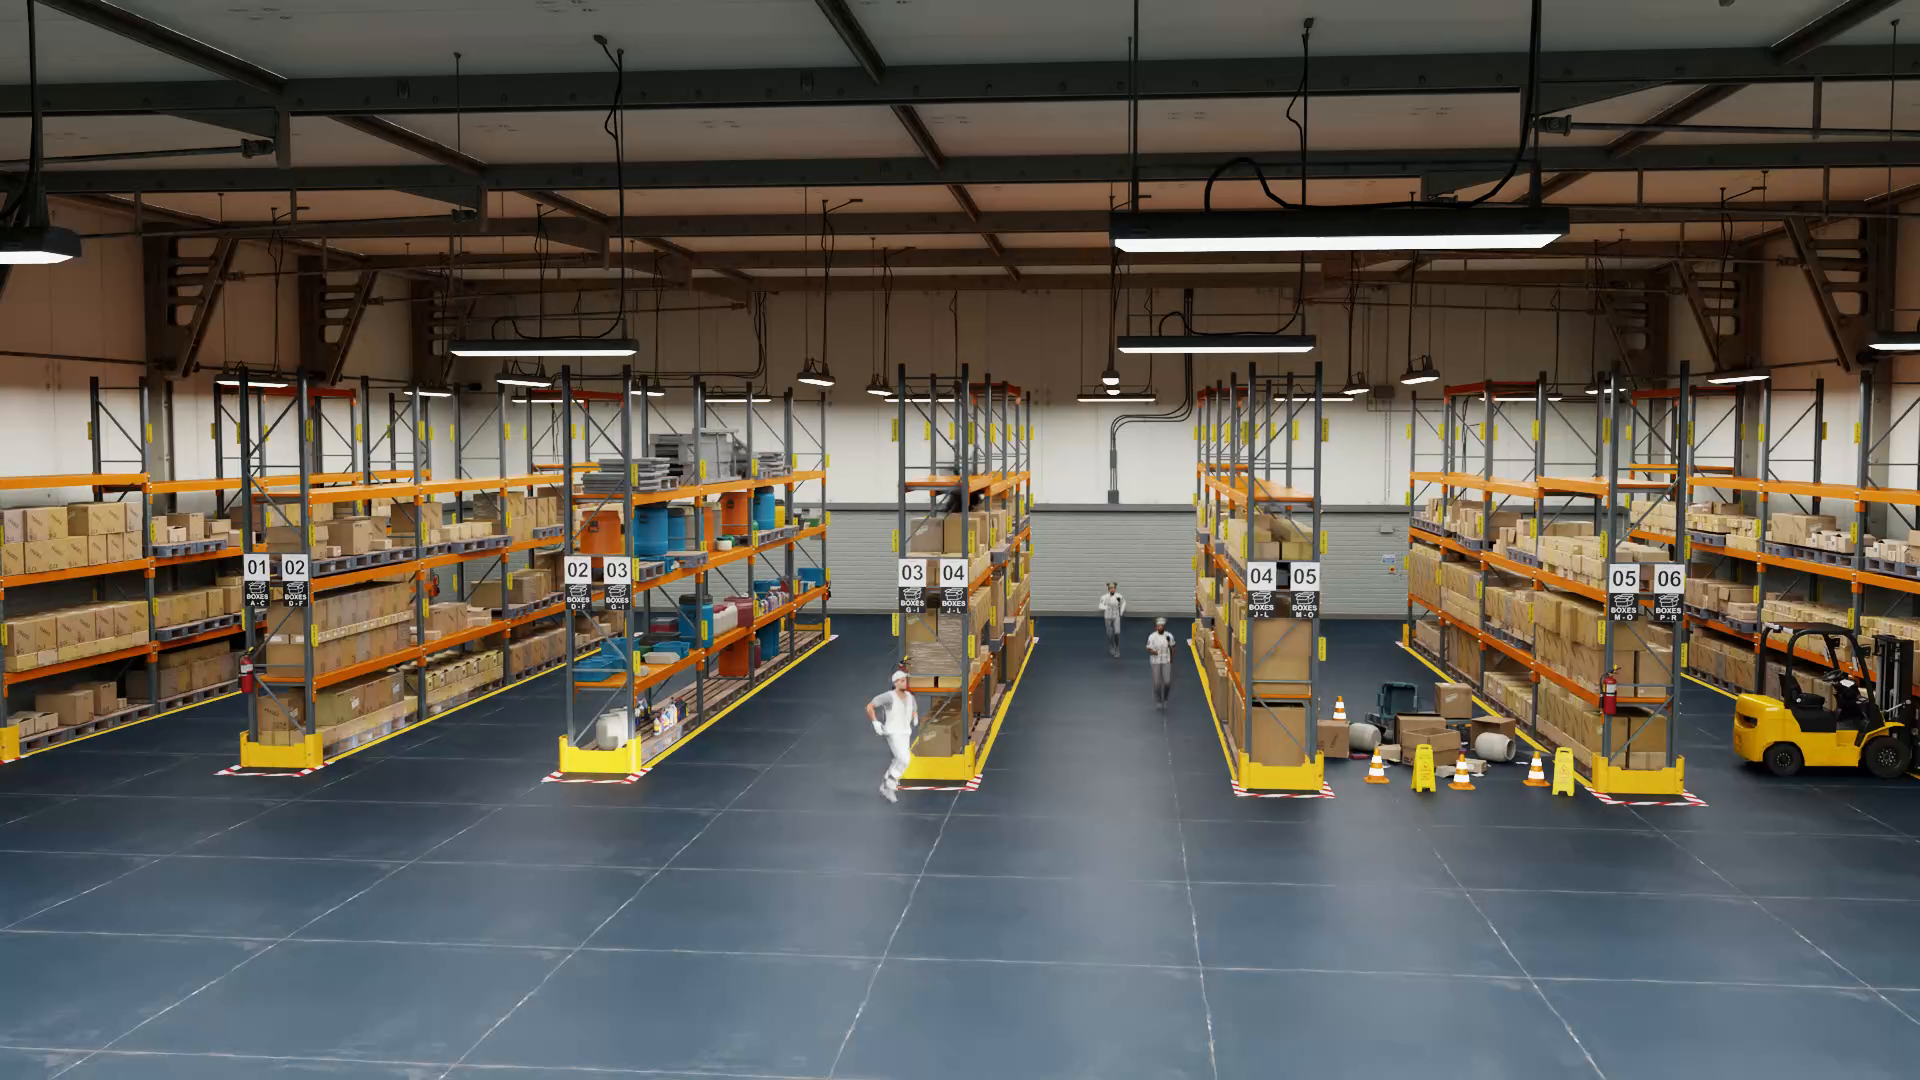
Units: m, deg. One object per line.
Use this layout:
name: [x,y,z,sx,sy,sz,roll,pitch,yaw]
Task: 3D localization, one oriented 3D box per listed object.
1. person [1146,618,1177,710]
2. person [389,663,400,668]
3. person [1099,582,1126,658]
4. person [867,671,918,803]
person: [3.634,2.238,30.010,0.535,1.685,0.605,0,4,3]
person: [-11.332,2.030,32.843,0.711,1.769,0.900,0,4,-1]
person: [3.411,1.778,37.273,0.594,1.714,0.752,0,4,6]
person: [-0.831,2.666,22.635,0.622,1.755,0.688,3,5,41]
